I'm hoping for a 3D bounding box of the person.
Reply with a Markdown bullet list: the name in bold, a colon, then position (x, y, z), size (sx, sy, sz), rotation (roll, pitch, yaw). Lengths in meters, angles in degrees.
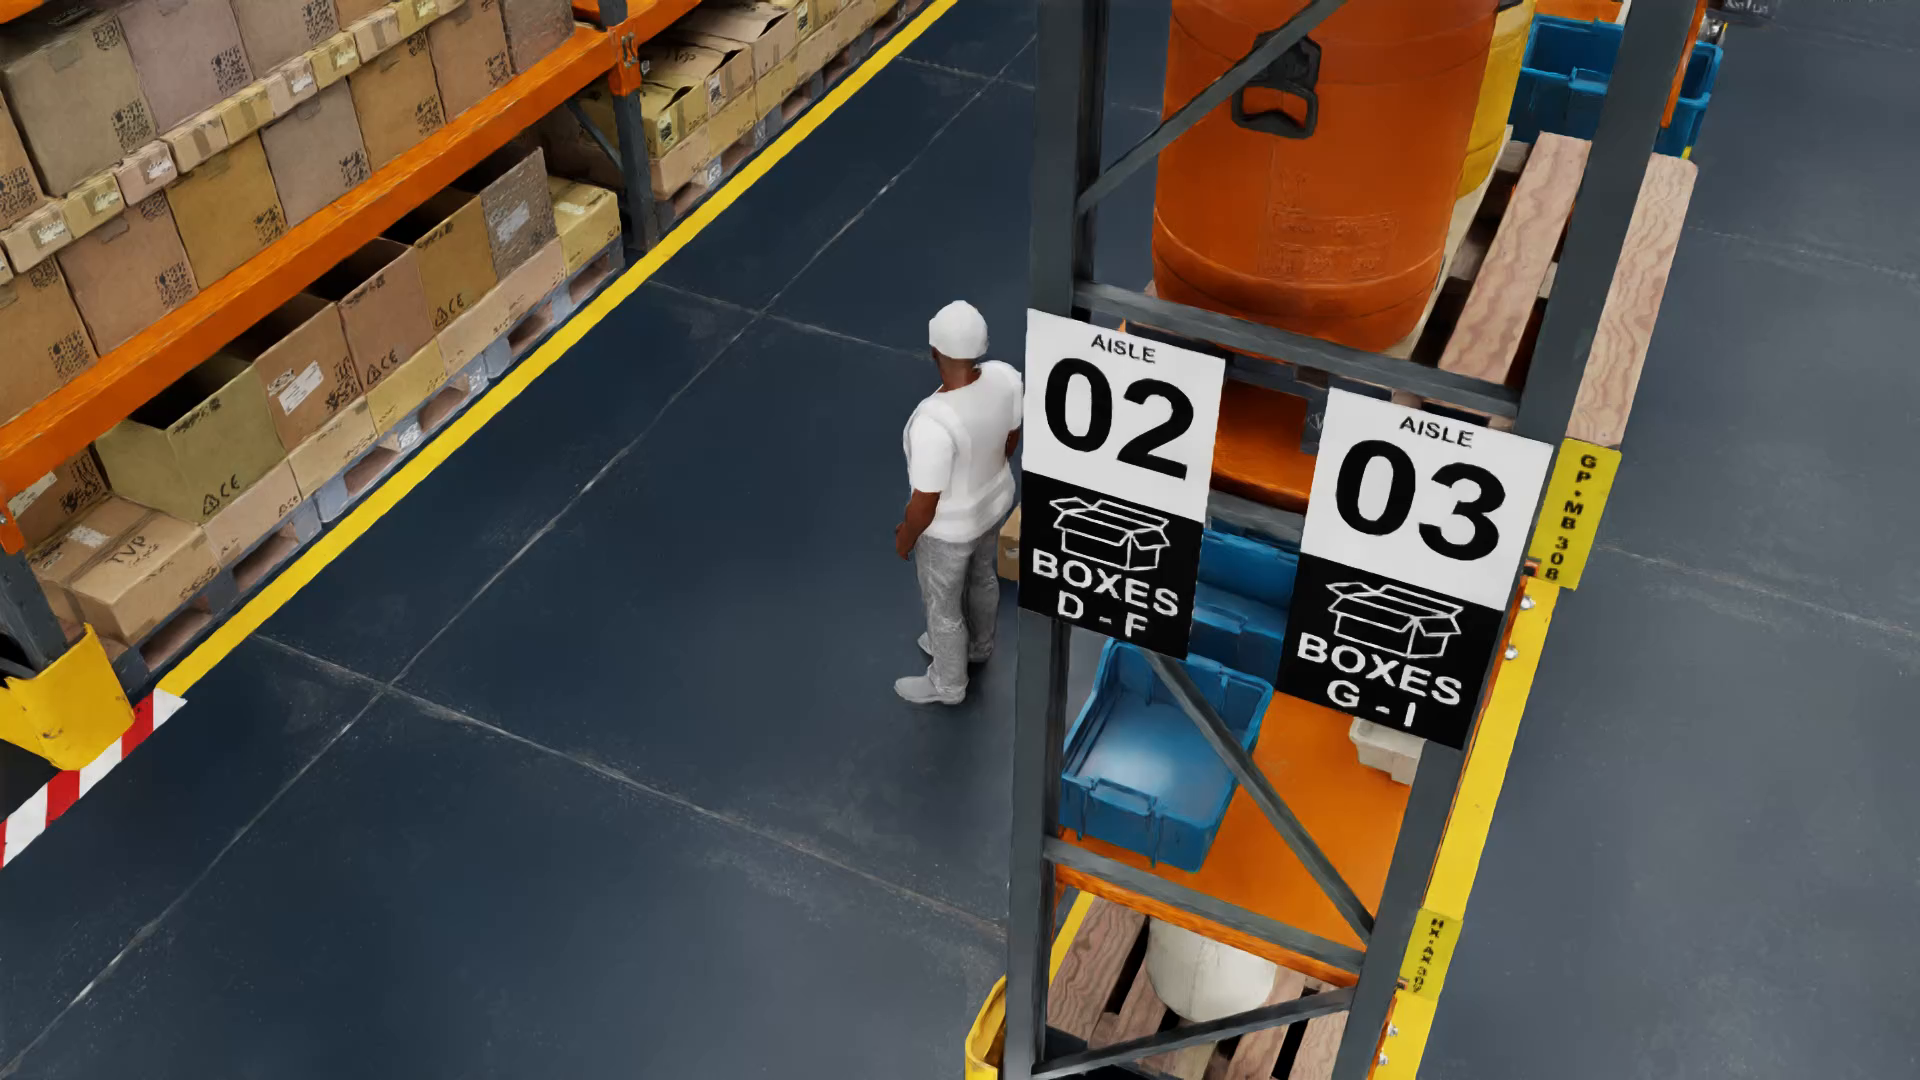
- **person**: position (-0.024, -0.122, 6.265), size (0.413, 1.802, 0.627), rotation (27, 48, 27)
